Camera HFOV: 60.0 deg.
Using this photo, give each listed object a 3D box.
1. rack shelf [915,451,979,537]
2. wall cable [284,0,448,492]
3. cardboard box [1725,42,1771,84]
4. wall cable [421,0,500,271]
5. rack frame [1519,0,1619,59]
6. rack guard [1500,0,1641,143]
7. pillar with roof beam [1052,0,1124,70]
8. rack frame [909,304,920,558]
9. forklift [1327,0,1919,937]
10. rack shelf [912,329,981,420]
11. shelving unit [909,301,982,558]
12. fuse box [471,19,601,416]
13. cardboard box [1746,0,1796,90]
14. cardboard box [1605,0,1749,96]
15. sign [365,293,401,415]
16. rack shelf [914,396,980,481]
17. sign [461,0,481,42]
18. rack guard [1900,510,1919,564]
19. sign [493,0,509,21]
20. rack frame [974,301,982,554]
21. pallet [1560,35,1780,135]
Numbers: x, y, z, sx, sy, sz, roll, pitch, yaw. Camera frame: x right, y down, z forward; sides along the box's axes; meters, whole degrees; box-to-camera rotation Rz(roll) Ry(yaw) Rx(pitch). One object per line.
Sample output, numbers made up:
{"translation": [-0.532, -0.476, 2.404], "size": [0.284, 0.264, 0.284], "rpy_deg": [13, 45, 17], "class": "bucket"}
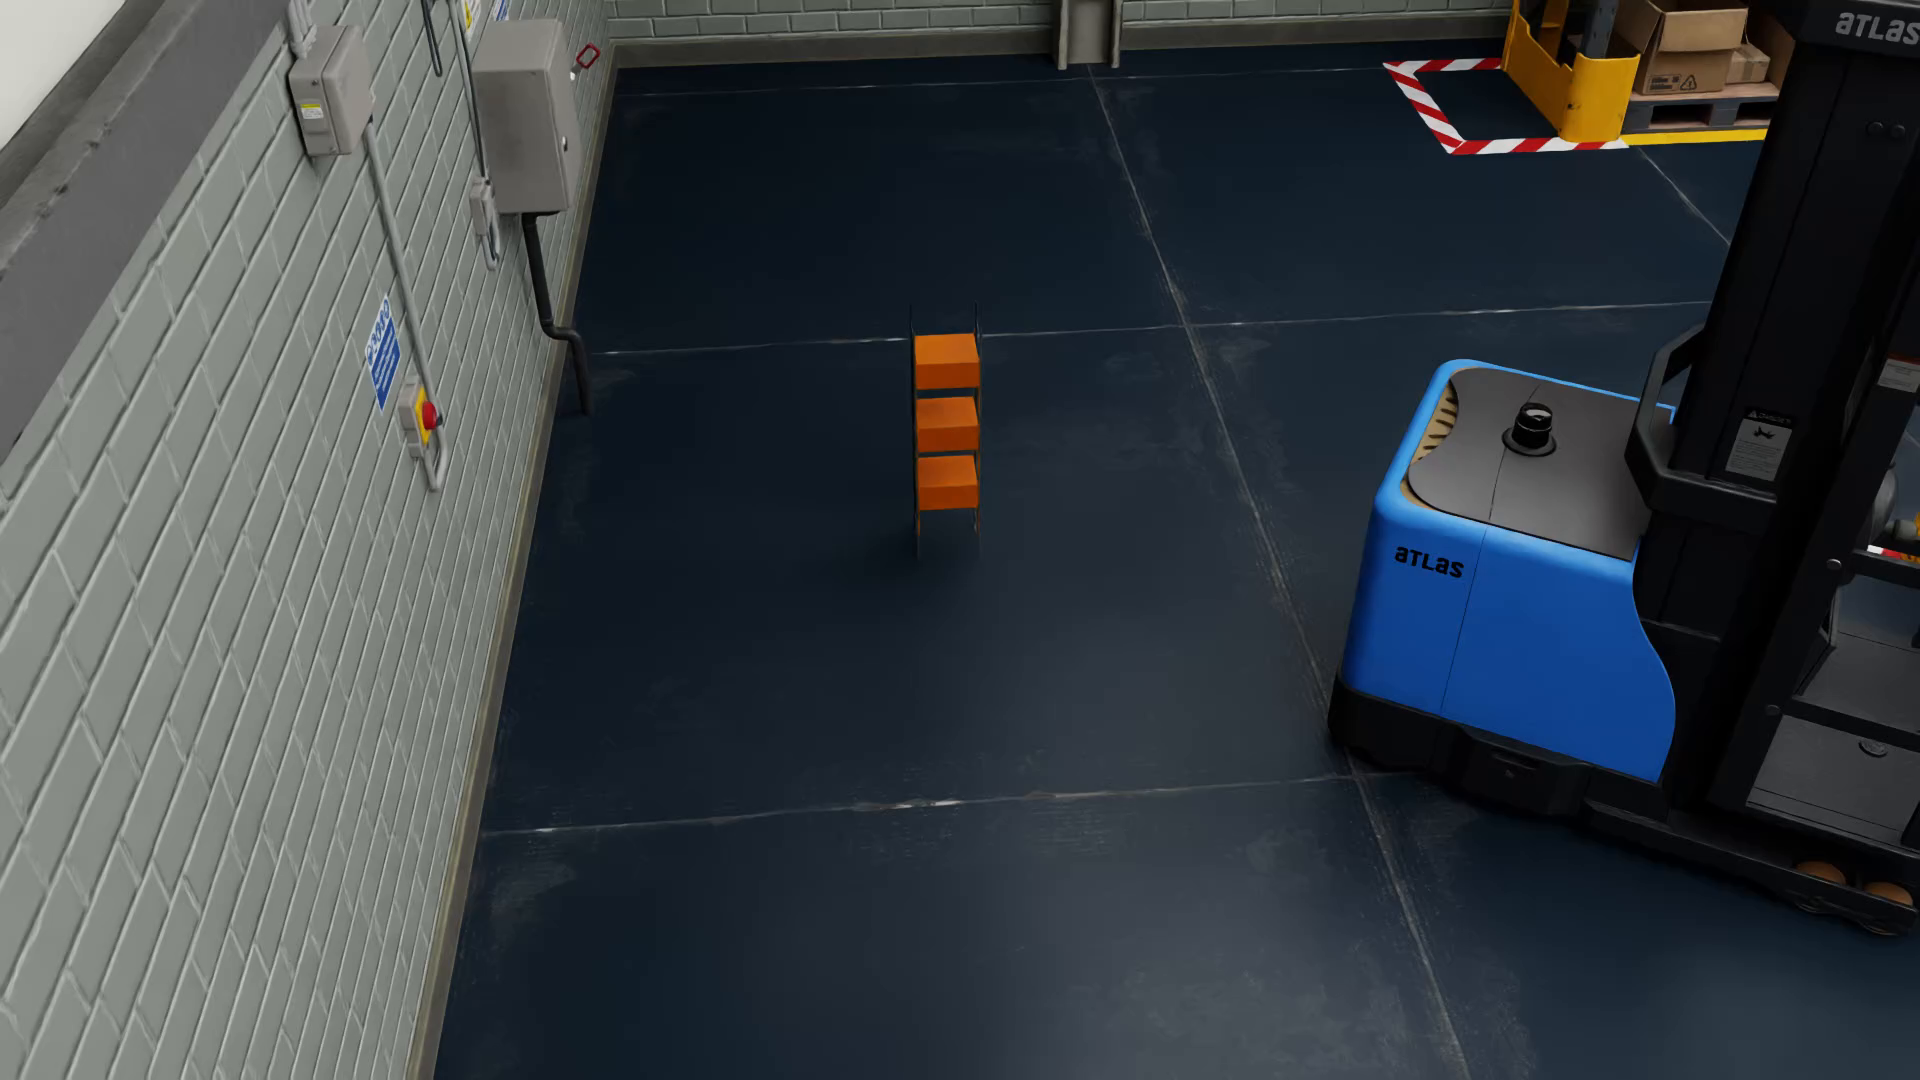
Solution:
{"translation": [-0.053, -0.183, 6.600], "size": [0.240, 0.259, 0.215], "rpy_deg": [-3, 38, -4], "class": "rack shelf"}
{"translation": [-1.604, -0.877, 4.595], "size": [0.123, 1.953, 0.585], "rpy_deg": [-3, 38, -4], "class": "wall cable"}
{"translation": [4.611, -2.872, 9.931], "size": [0.250, 0.149, 0.380], "rpy_deg": [-5, 39, -6], "class": "cardboard box"}
{"translation": [-1.742, -1.739, 5.713], "size": [0.122, 1.984, 0.588], "rpy_deg": [-3, 38, -4], "class": "wall cable"}
{"translation": [3.567, -3.852, 9.211], "size": [0.127, 3.000, 1.000], "rpy_deg": [-3, 38, -4], "class": "rack frame"}
{"translation": [3.642, -2.875, 9.990], "size": [0.348, 0.500, 1.175], "rpy_deg": [-3, 38, -4], "class": "rack guard"}
{"translation": [1.182, -3.959, 4.503], "size": [0.400, 9.000, 9.100], "rpy_deg": [-3, 38, -4], "class": "pillar with roof beam"}
{"translation": [-0.175, -0.403, 6.413], "size": [0.008, 1.050, 0.200], "rpy_deg": [-3, 38, -4], "class": "rack frame"}
{"translation": [2.840, -0.298, 4.761], "size": [3.031, 2.935, 1.130], "rpy_deg": [17, 41, 20], "class": "forklift"}
{"translation": [-0.053, -0.624, 6.252], "size": [0.240, 0.259, 0.215], "rpy_deg": [-3, 38, -4], "class": "rack shelf"}
{"translation": [-0.053, -0.409, 6.421], "size": [0.252, 1.050, 0.215], "rpy_deg": [-3, 38, -4], "class": "shelving unit"}
{"translation": [-1.645, -1.264, 6.971], "size": [0.414, 1.711, 0.539], "rpy_deg": [-3, 38, -4], "class": "fuse box"}
{"translation": [5.039, -3.034, 9.852], "size": [0.500, 0.500, 0.700], "rpy_deg": [-2, 38, -2], "class": "cardboard box"}
{"translation": [4.184, -3.012, 9.822], "size": [0.637, 0.503, 0.797], "rpy_deg": [-5, 39, -6], "class": "cardboard box"}
{"translation": [-1.661, -0.539, 4.793], "size": [0.001, 0.218, 0.327], "rpy_deg": [-3, 38, -4], "class": "sign"}
{"translation": [-0.053, -0.401, 6.428], "size": [0.240, 0.259, 0.215], "rpy_deg": [-3, 38, -4], "class": "rack shelf"}
{"translation": [-1.847, -2.049, 6.259], "size": [0.001, 0.242, 0.339], "rpy_deg": [-3, 38, -4], "class": "sign"}
{"translation": [3.986, 0.193, 6.102], "size": [0.348, 0.500, 1.175], "rpy_deg": [-3, 38, -4], "class": "rack guard"}
{"translation": [-1.895, -2.026, 6.973], "size": [0.001, 0.494, 0.329], "rpy_deg": [-3, 38, -4], "class": "sign"}
{"translation": [0.068, -0.416, 6.430], "size": [0.008, 1.050, 0.200], "rpy_deg": [-3, 38, -4], "class": "rack frame"}
{"translation": [4.436, -2.806, 10.136], "size": [1.213, 0.211, 1.003], "rpy_deg": [-3, 38, -4], "class": "pallet"}
